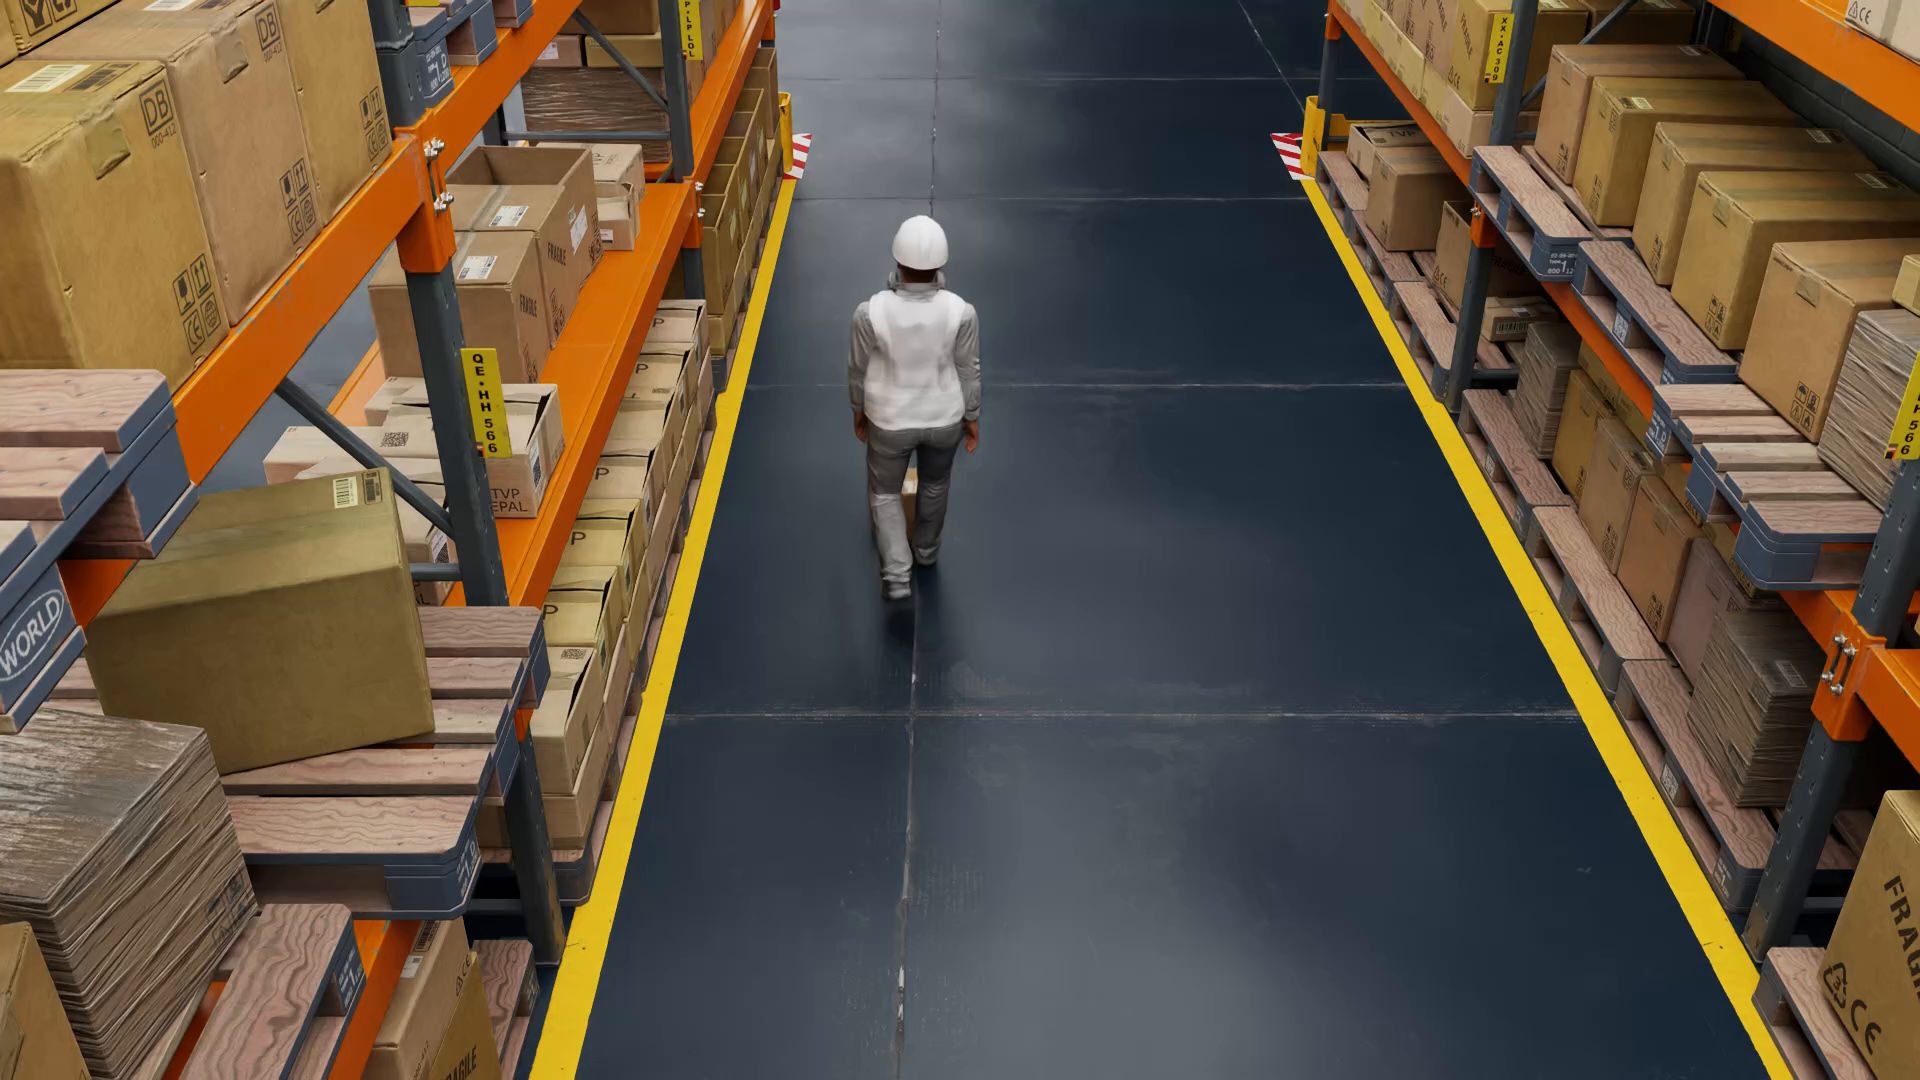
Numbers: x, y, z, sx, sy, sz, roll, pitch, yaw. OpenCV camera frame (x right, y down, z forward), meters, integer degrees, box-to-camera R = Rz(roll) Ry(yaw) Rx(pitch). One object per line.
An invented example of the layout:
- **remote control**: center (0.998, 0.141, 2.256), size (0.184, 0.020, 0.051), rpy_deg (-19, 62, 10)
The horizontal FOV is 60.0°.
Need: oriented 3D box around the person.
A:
- **person**: center (-0.199, -0.559, 7.030), size (0.550, 1.748, 0.826), rpy_deg (-4, 32, -7)
